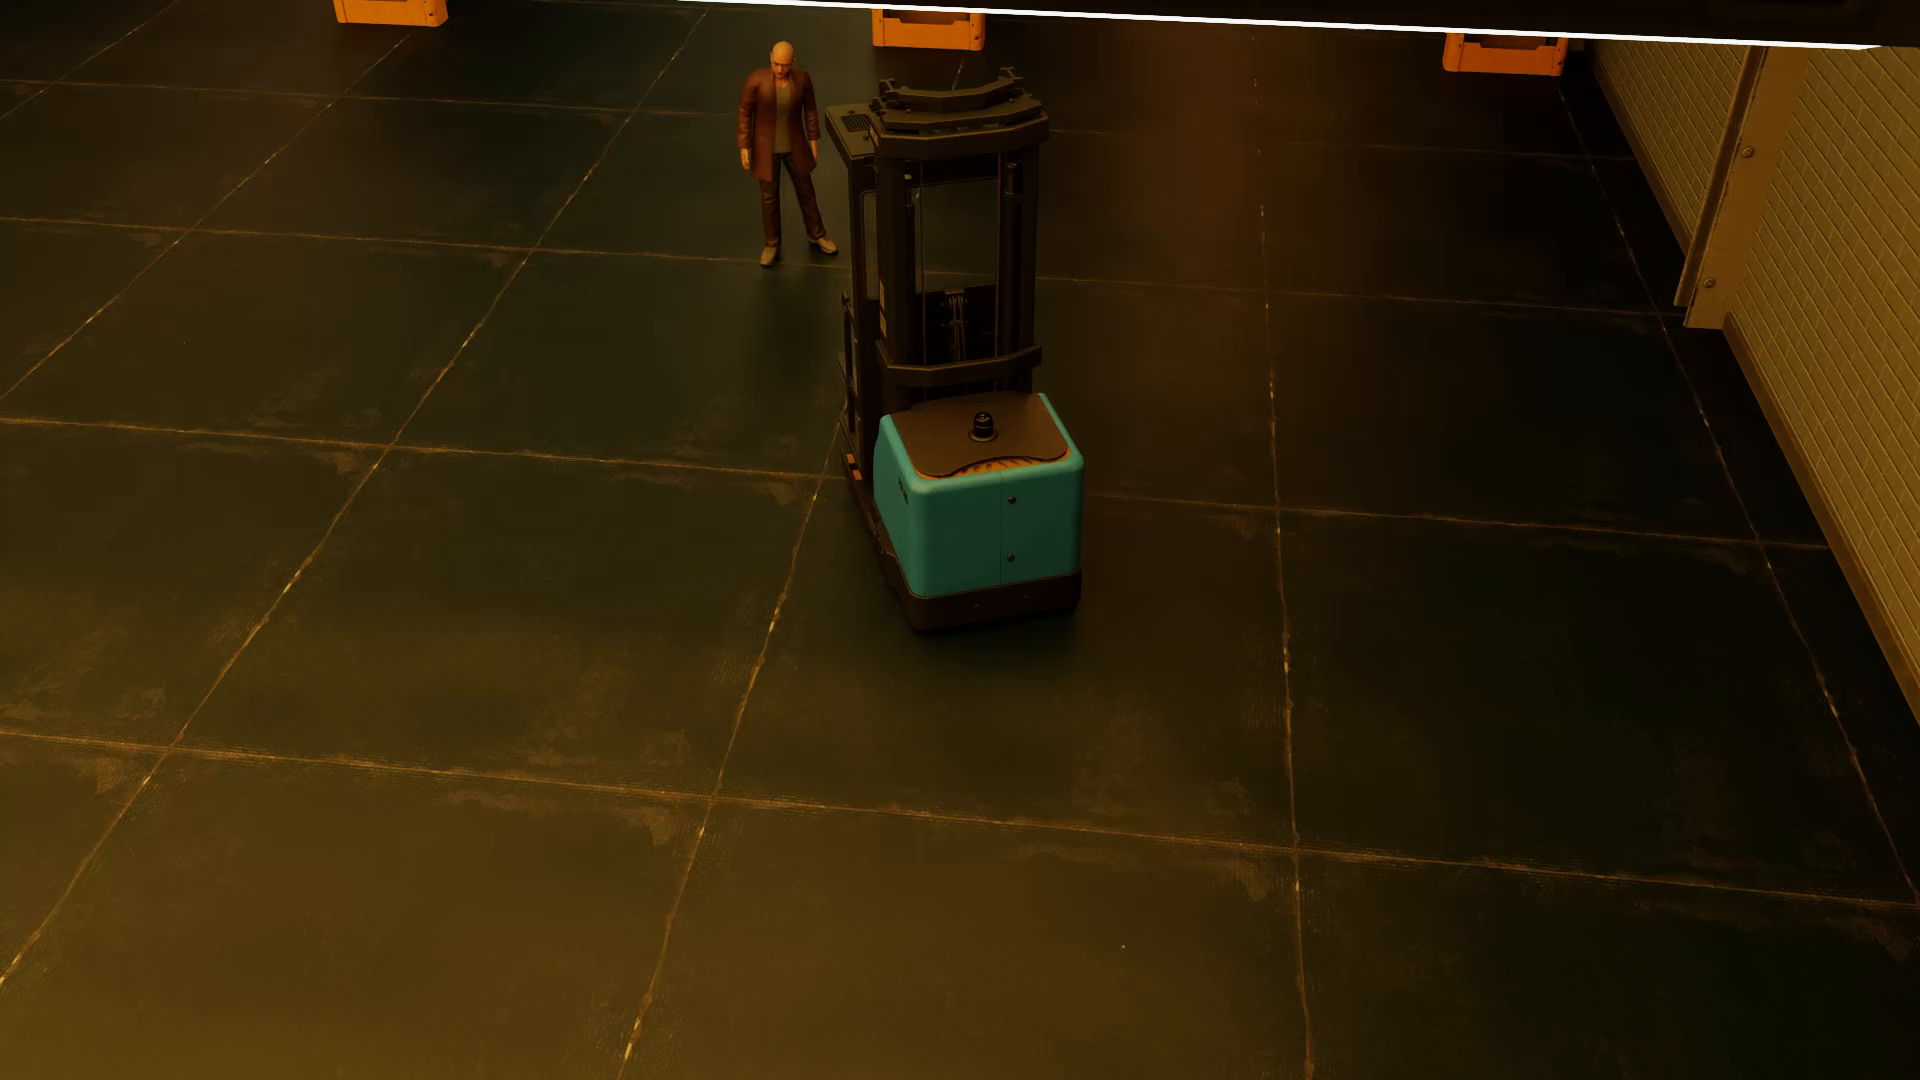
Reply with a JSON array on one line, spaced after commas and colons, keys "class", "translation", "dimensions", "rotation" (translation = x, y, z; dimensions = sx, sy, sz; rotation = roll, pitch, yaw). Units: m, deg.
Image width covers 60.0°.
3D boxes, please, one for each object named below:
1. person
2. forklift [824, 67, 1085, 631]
[{"class": "person", "translation": [-1.400, -3.101, 13.213], "dimensions": [0.740, 1.772, 0.454], "rotation": [-12, 38, -15]}, {"class": "forklift", "translation": [-0.159, -1.528, 10.103], "dimensions": [1.130, 2.935, 3.031], "rotation": [-9, 37, -12]}]
